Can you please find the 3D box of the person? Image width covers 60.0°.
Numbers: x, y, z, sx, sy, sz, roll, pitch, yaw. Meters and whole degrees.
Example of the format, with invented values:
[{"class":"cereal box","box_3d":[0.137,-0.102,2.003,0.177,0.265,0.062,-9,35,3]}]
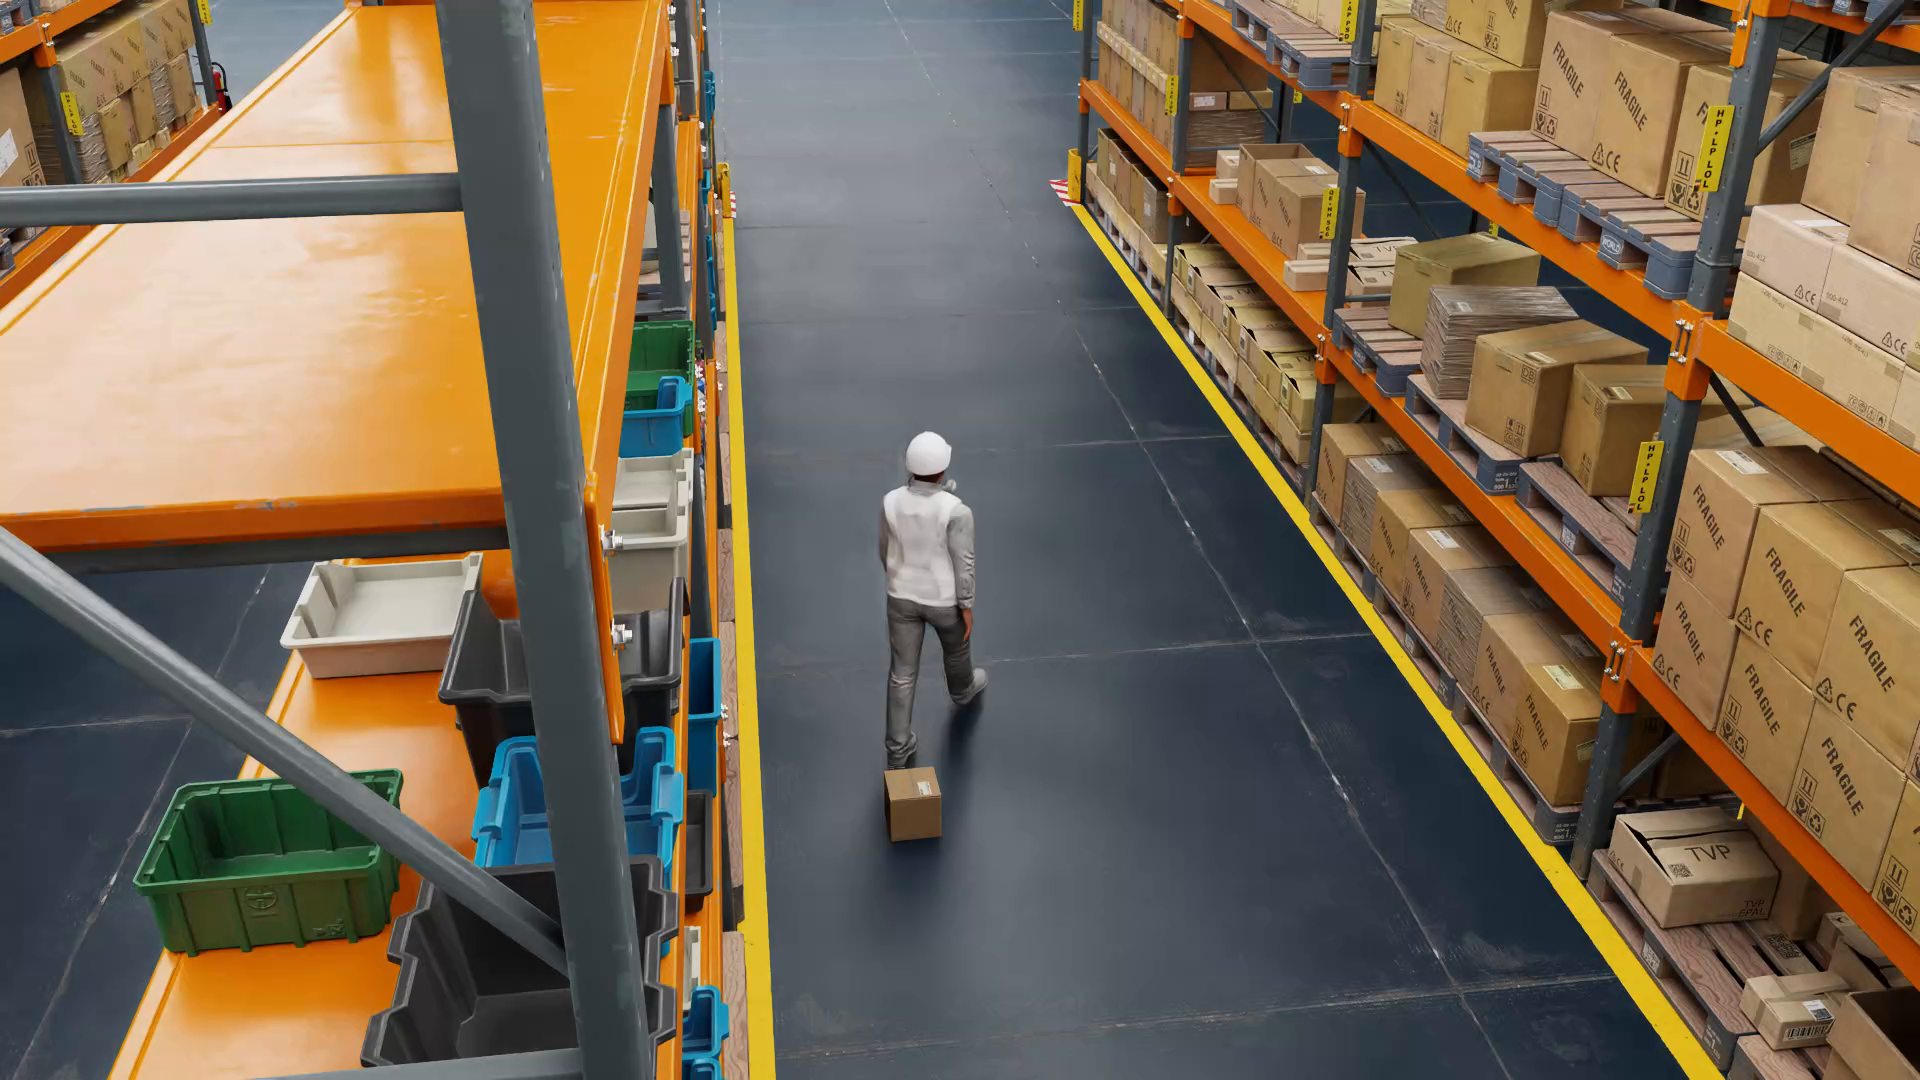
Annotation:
[{"class":"person","box_3d":[-0.153,0.232,8.610,0.566,1.722,1.021,8,28,15]}]
